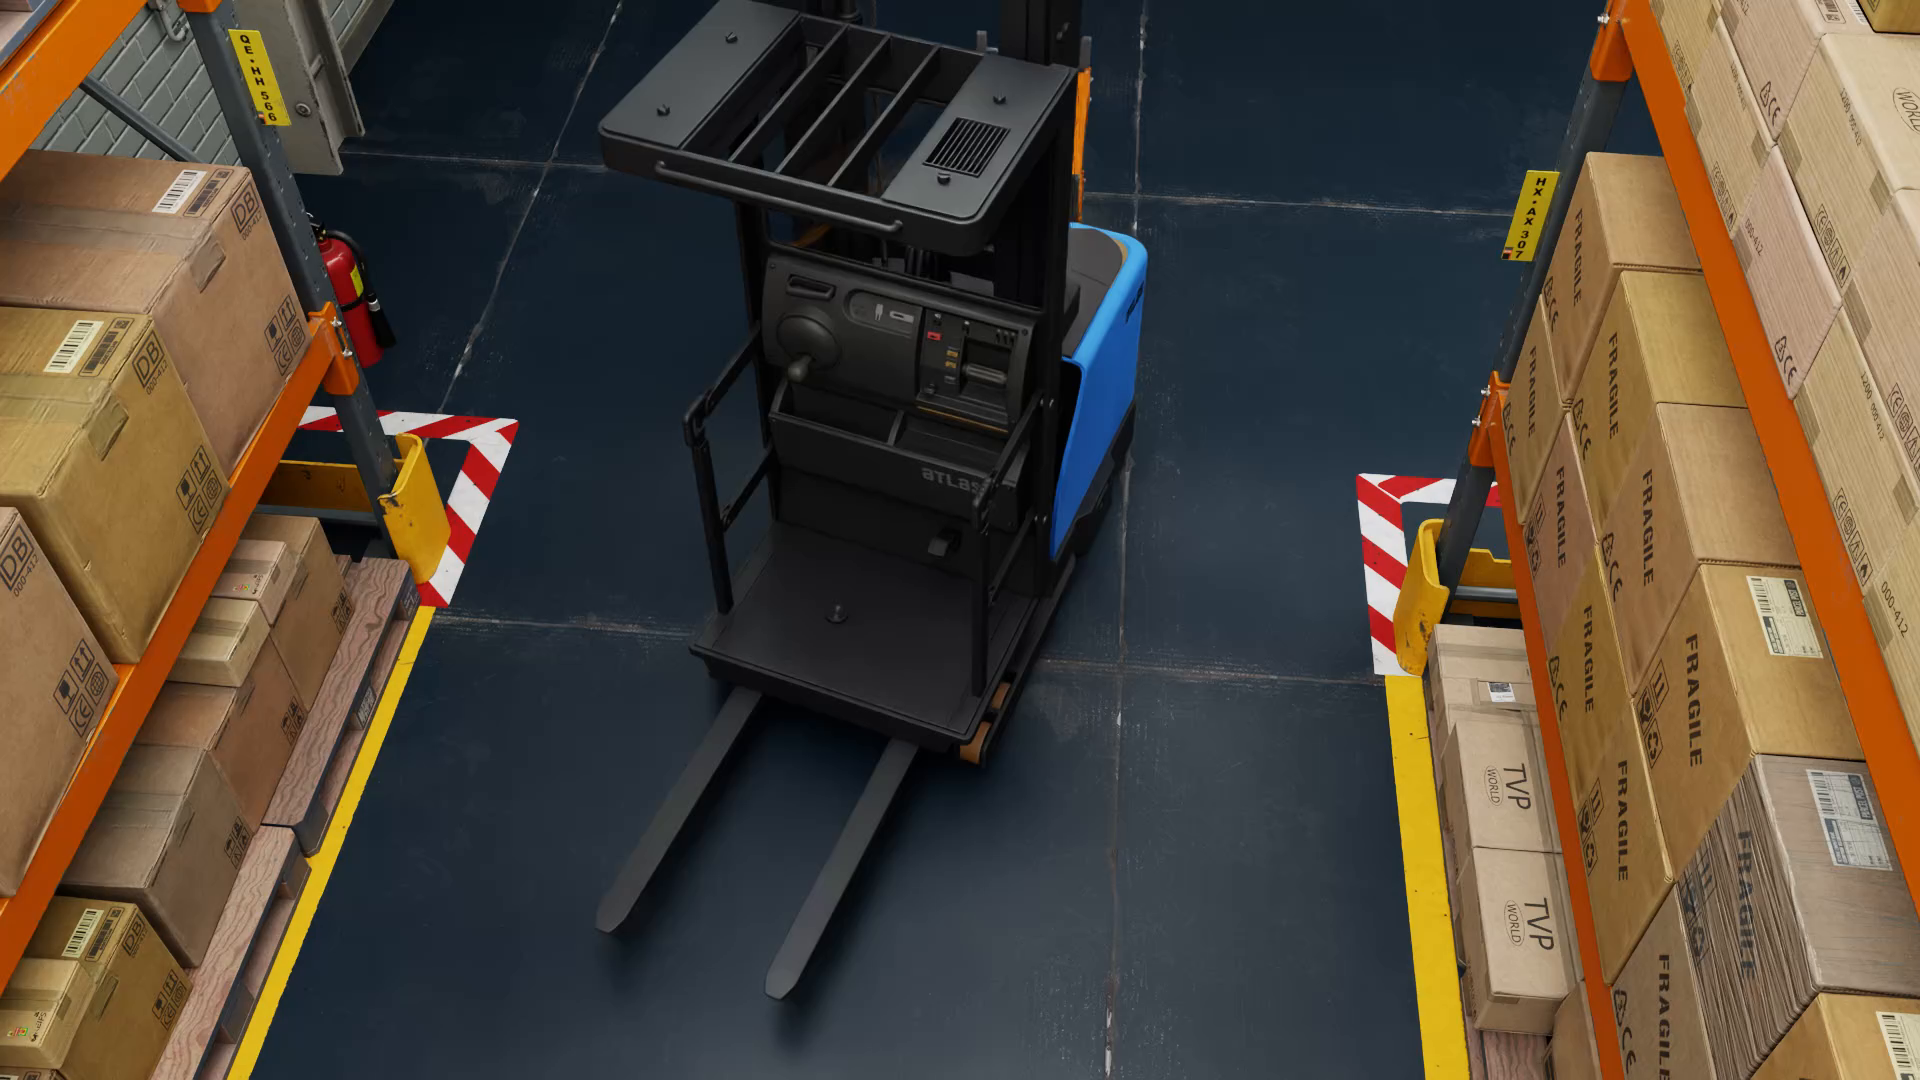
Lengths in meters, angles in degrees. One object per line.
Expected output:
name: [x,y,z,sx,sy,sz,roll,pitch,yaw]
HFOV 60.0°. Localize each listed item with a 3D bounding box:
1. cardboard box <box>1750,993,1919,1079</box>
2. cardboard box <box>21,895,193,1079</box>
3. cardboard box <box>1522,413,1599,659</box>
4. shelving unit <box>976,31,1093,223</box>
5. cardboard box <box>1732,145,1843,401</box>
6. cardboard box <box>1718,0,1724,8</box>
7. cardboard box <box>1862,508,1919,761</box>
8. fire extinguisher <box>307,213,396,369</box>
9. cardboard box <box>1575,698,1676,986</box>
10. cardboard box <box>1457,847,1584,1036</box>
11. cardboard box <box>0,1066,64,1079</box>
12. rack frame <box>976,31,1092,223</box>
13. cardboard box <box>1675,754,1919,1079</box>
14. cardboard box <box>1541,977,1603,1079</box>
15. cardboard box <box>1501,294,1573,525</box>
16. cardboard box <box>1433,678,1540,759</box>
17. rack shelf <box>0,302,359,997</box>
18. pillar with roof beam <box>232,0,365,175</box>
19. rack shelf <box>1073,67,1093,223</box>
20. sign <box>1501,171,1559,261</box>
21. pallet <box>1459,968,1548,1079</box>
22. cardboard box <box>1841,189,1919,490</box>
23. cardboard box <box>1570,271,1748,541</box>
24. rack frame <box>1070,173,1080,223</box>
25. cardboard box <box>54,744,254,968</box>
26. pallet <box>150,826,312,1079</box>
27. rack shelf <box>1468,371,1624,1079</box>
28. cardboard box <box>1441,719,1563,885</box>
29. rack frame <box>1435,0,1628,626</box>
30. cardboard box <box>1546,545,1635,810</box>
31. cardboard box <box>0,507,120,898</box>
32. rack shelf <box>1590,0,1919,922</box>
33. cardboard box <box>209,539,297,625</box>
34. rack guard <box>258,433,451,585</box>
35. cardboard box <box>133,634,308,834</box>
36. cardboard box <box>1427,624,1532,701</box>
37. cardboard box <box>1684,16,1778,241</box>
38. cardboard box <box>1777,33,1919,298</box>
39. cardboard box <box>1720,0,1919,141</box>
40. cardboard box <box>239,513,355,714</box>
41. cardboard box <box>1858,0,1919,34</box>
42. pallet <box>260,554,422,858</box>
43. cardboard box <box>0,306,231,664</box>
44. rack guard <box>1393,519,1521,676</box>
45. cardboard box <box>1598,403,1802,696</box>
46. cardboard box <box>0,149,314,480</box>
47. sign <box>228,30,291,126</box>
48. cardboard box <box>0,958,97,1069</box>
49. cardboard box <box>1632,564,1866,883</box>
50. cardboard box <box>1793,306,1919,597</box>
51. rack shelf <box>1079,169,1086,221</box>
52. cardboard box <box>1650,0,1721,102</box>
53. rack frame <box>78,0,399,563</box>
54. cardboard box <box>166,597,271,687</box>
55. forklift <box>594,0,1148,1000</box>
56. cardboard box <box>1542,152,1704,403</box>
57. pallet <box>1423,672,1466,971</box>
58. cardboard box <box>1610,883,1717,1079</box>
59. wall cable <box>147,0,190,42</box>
cardboard box: [1.732,1.155,2.915,0.500,0.500,0.500,3,48,3]
cardboard box: [-2.765,1.375,4.869,0.700,0.500,0.500,5,48,4]
cardboard box: [1.920,0.007,4.643,0.500,0.500,0.500,3,48,3]
shelving unit: [0.272,-1.441,7.306,0.538,1.125,1.048,4,48,4]
cardboard box: [1.862,-0.515,3.257,0.500,0.250,0.500,4,48,4]
cardboard box: [1.959,-1.418,3.744,0.500,0.250,0.500,4,48,4]
cardboard box: [1.773,0.220,2.585,0.500,0.250,0.500,4,48,4]
fire extinguisher: [-2.195,-0.906,5.851,0.296,0.674,0.183,4,48,4]
cardboard box: [1.824,0.742,3.970,0.500,0.500,0.500,4,48,4]
cardboard box: [1.842,1.247,5.142,0.500,0.250,0.500,4,48,4]
cardboard box: [-2.814,1.752,4.524,0.700,0.500,0.500,3,48,3]
rack frame: [0.322,-1.814,7.647,0.500,1.125,0.032,4,48,4]
cardboard box: [1.779,0.785,3.254,0.500,0.500,0.500,4,48,4]
cardboard box: [2.066,1.605,4.643,0.797,0.503,0.637,4,48,4]
cardboard box: [1.962,-0.373,4.990,0.500,0.500,0.500,5,48,4]
cardboard box: [1.862,0.629,5.764,0.380,0.166,0.250,4,48,4]
rack shelf: [-2.851,0.735,4.533,1.077,0.370,4.000,4,48,4]
pillar with roof beam: [1.003,-4.755,5.001,9.100,9.000,0.400,4,48,4]
rack shelf: [0.272,-1.639,7.090,0.538,0.278,1.000,4,48,4]
sign: [1.724,-0.976,5.023,0.100,0.325,0.005,4,48,4]
pallet: [2.072,1.830,4.934,1.003,0.211,1.213,4,48,4]
cardboard box: [1.817,-0.316,2.736,0.500,0.250,0.500,4,48,4]
cardboard box: [1.922,-0.326,4.270,0.500,0.500,0.500,4,48,4]
rack frame: [0.222,-1.068,6.964,0.500,1.125,0.032,4,48,4]
cardboard box: [-2.724,0.983,5.228,0.700,0.500,0.500,2,48,2]
pallet: [-2.777,1.450,5.281,1.003,0.211,1.213,4,48,4]
rack shelf: [2.082,1.065,4.231,1.077,0.370,4.000,4,48,4]
cardboard box: [1.887,0.880,5.478,0.500,0.250,0.500,4,48,4]
rack frame: [2.265,-0.647,5.309,1.000,3.000,0.127,4,48,4]
cardboard box: [1.871,0.375,4.306,0.500,0.500,0.500,4,48,3]
cardboard box: [-2.839,0.391,4.156,0.980,0.700,0.700,2,48,2]
rack shelf: [2.082,0.053,3.124,1.077,0.370,4.000,4,48,4]
cardboard box: [-2.463,0.133,5.565,0.380,0.149,0.250,3,48,3]
rack guard: [-2.666,-0.152,6.550,1.175,0.500,0.348,4,48,4]
cardboard box: [-2.678,0.613,5.566,0.700,0.500,0.500,4,48,3]
cardboard box: [1.884,0.451,5.939,0.380,0.149,0.250,4,48,4]
cardboard box: [1.906,-0.882,3.593,0.500,0.250,0.500,4,48,4]
cardboard box: [1.867,-0.683,3.072,0.500,0.250,0.500,4,48,4]
cardboard box: [1.906,-1.051,3.408,0.500,0.250,0.500,4,48,4]
cardboard box: [-2.633,0.245,5.902,0.700,0.500,0.500,4,48,4]
cardboard box: [2.104,-1.291,3.120,0.700,0.500,0.500,4,48,4]
pallet: [-2.664,0.556,6.098,1.003,0.211,1.213,4,48,4]
cardboard box: [-2.760,-0.168,4.668,0.980,0.700,0.700,4,48,3]
rack guard: [2.258,0.252,6.181,1.175,0.500,0.348,4,48,4]
cardboard box: [1.871,0.042,3.934,0.500,0.500,0.500,4,48,4]
cardboard box: [-2.705,-0.704,5.157,0.980,0.700,0.700,6,48,5]
sign: [-2.130,-1.402,5.054,0.100,0.325,0.005,4,48,4]
cardboard box: [-2.603,1.279,4.517,0.380,0.149,0.250,3,48,2]
cardboard box: [1.826,0.415,3.592,0.500,0.500,0.500,3,48,3]
cardboard box: [1.823,-0.147,2.920,0.500,0.250,0.500,4,48,4]
rack shelf: [0.272,-1.276,7.486,0.538,0.278,1.000,4,48,4]
cardboard box: [1.965,-1.249,3.928,0.500,0.250,0.500,4,48,4]
rack frame: [-2.669,-0.978,5.612,1.000,3.000,0.127,4,48,4]
cardboard box: [-2.486,0.321,5.394,0.380,0.149,0.250,5,48,5]
forklift: [-0.292,-0.541,5.259,1.130,2.935,3.031,17,50,15]
cardboard box: [1.962,-0.710,4.621,0.500,0.500,0.500,5,48,5]
pallet: [2.186,0.936,5.751,1.003,0.211,1.213,4,48,4]
cardboard box: [1.780,1.117,3.628,0.500,0.500,0.500,5,48,4]
wall cable: [-3.494,-2.325,6.155,0.084,1.984,1.851,4,48,4]
